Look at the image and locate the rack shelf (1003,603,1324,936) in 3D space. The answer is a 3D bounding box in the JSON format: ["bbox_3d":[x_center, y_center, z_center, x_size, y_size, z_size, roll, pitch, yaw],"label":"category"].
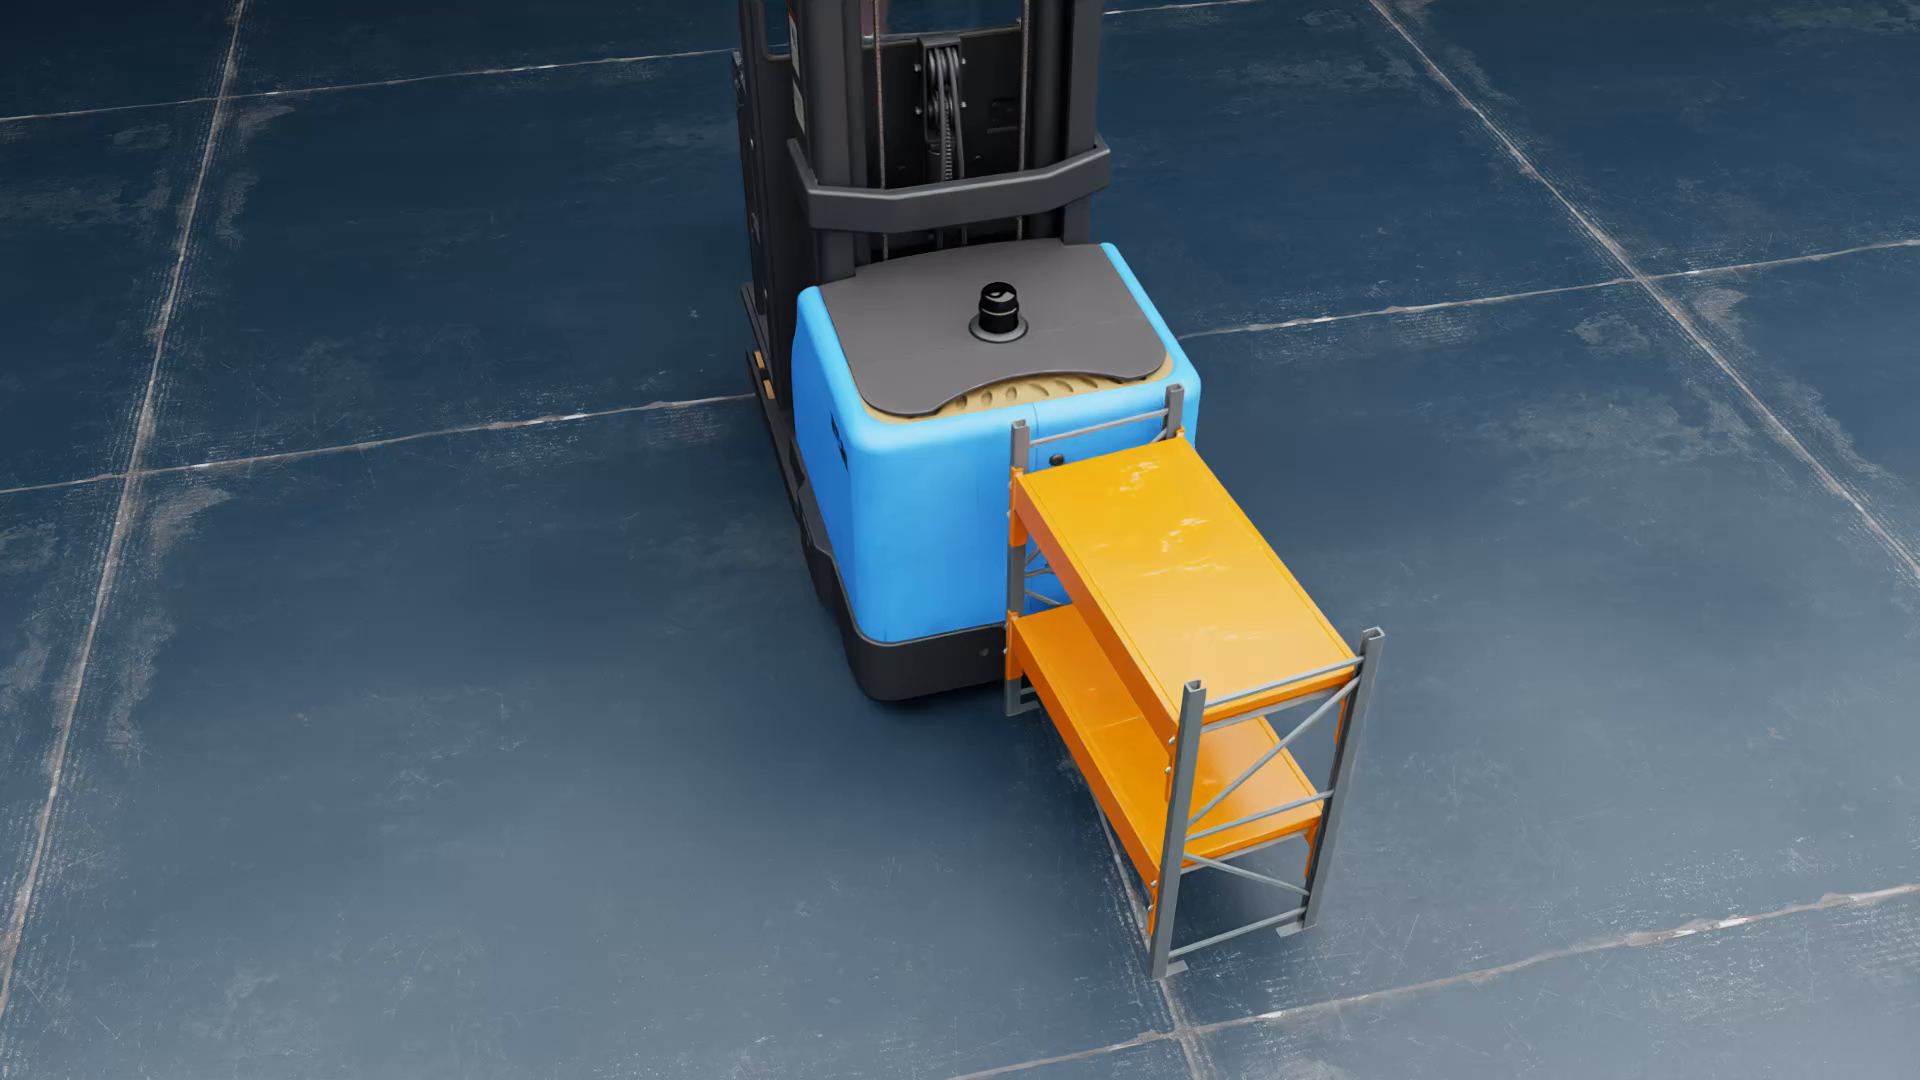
[{"bbox_3d":[0.555,0.556,4.644,0.538,0.278,1.000,-14,44,-15],"label":"rack shelf"}]

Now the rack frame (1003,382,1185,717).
[{"bbox_3d":[0.374,0.058,4.837,0.500,1.125,0.032,-14,44,-15],"label":"rack frame"}]

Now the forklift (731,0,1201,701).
[{"bbox_3d":[-0.187,-1.595,5.339,1.130,2.935,3.031,-10,43,-11],"label":"forklift"}]

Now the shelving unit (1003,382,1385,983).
[{"bbox_3d":[0.555,0.374,4.482,0.538,1.125,1.048,-14,44,-15],"label":"shelving unit"}]

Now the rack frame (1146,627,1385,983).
[{"bbox_3d":[0.737,0.689,4.127,0.500,1.125,0.032,-14,44,-15],"label":"rack frame"}]

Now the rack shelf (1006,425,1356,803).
[{"bbox_3d":[0.555,0.155,4.288,0.538,0.278,1.000,-14,44,-15],"label":"rack shelf"}]
